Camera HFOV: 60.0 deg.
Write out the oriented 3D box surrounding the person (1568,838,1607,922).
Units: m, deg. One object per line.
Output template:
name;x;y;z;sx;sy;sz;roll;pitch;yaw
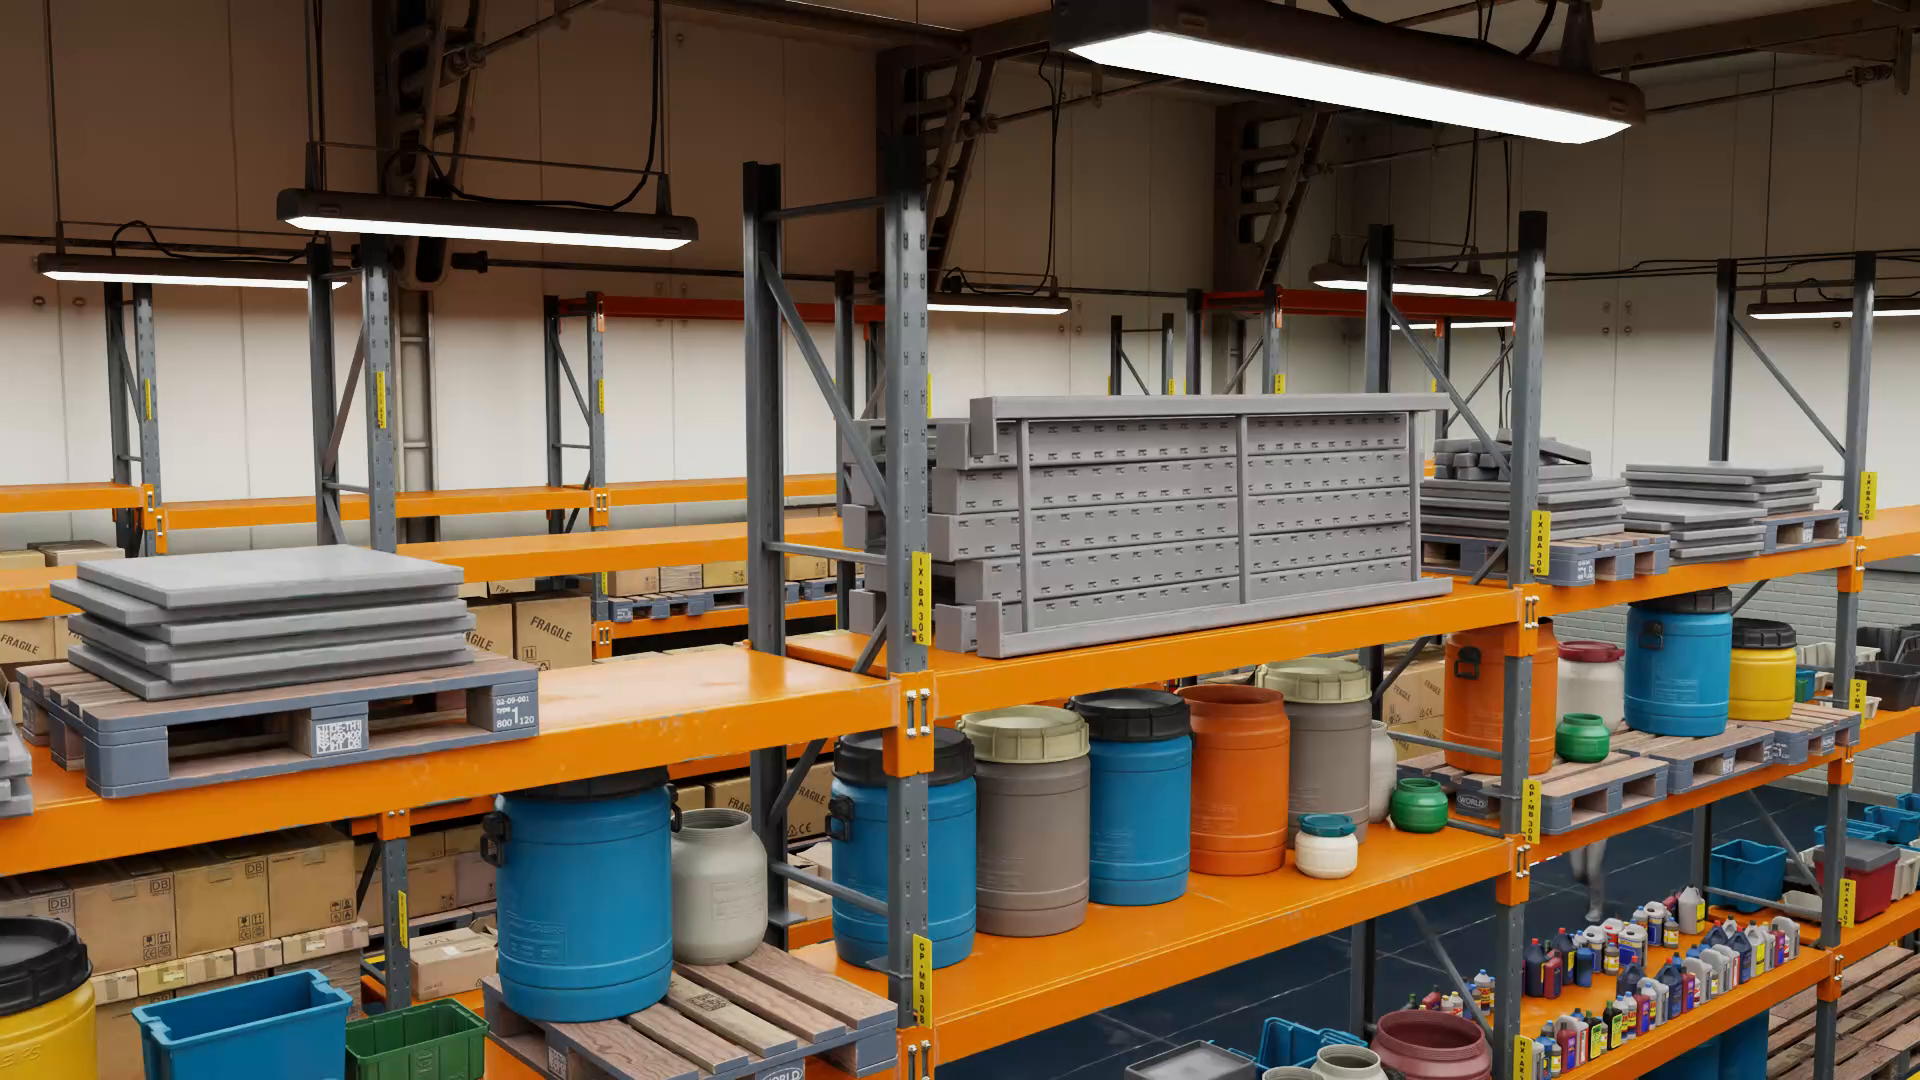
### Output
person;6.040;2.810;16.094;0.603;1.647;0.610;3;7;32
